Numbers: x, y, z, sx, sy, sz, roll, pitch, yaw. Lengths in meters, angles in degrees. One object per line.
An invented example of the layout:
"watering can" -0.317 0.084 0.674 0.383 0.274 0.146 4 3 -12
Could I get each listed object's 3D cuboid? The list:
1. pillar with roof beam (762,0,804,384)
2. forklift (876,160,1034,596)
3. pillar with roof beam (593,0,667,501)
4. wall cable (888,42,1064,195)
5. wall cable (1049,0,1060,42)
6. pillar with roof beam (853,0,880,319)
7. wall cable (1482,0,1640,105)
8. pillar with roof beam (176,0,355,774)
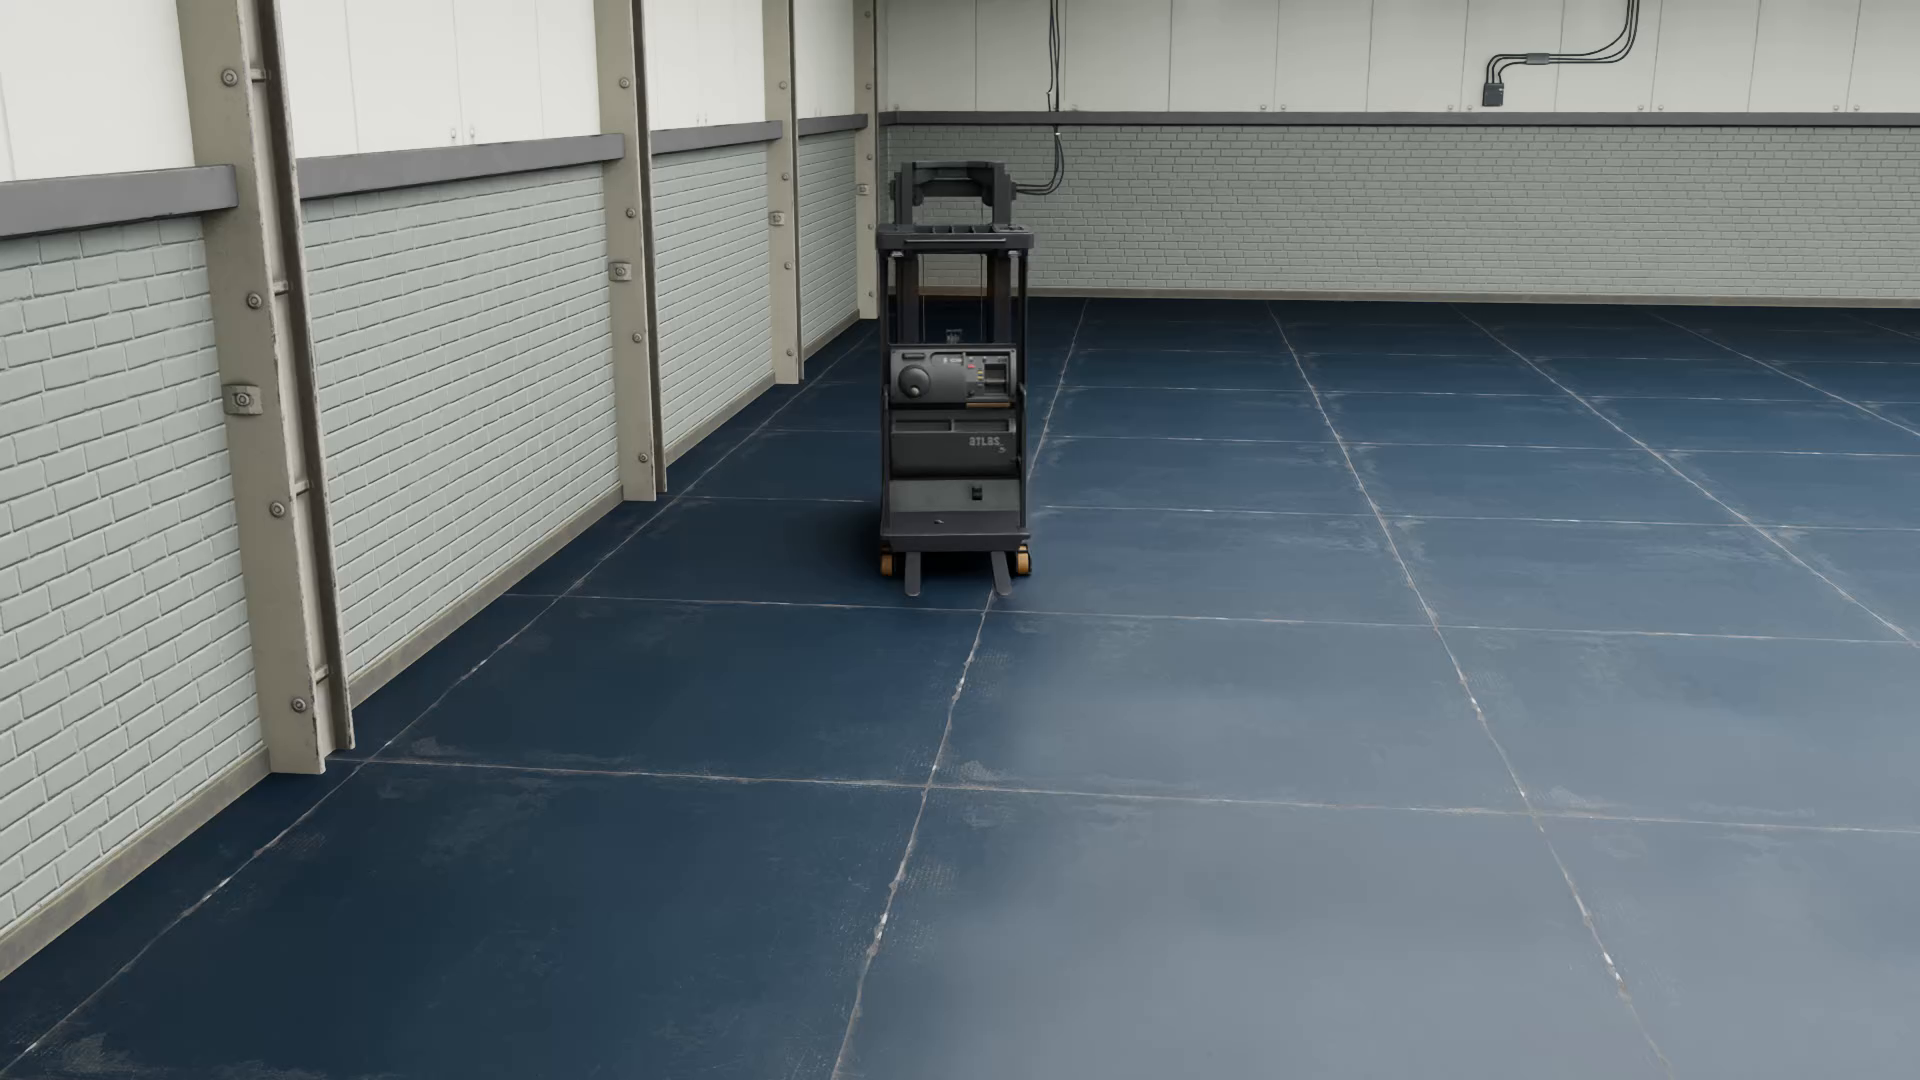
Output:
"pillar with roof beam" 2.175 -6.166 18.725 9.100 9.000 0.400 2 15 6
"forklift" -0.042 -1.231 12.100 1.130 2.935 3.031 0 15 -1
"pillar with roof beam" 1.498 -4.610 12.970 9.100 9.000 0.400 2 15 6
"wall cable" 0.221 -7.075 28.036 3.097 2.526 0.112 2 15 6
"wall cable" 2.909 -9.433 27.082 3.097 2.526 0.112 2 15 6
"pillar with roof beam" 2.852 -7.722 24.480 9.100 9.000 0.400 2 15 6
"wall cable" 9.652 -9.932 26.137 2.305 6.003 0.169 2 15 6
"pillar with roof beam" 0.821 -3.053 7.215 9.100 9.000 0.400 2 15 6
